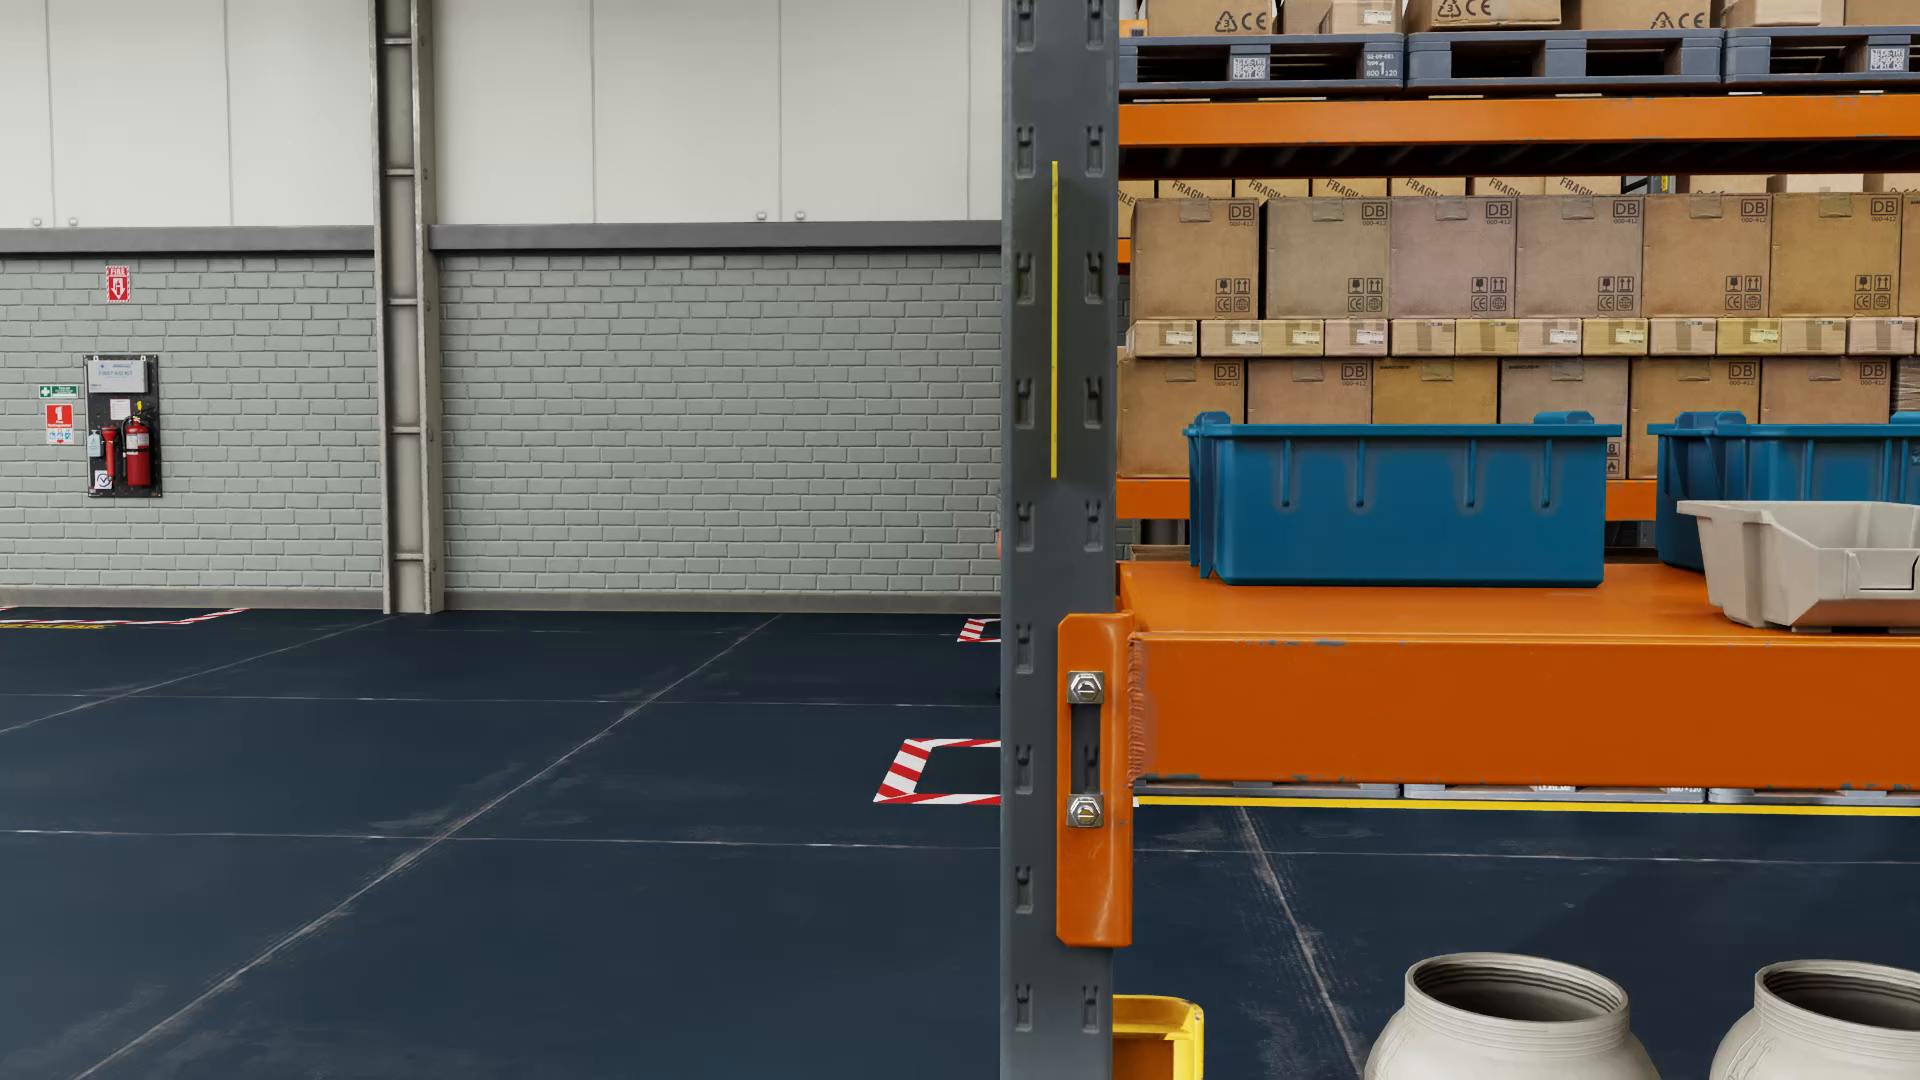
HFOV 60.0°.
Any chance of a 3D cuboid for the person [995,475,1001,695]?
[{"bbox_3d":[0.493,0.009,9.395,0.591,1.722,0.415,0,4,1],"label":"person"}]
